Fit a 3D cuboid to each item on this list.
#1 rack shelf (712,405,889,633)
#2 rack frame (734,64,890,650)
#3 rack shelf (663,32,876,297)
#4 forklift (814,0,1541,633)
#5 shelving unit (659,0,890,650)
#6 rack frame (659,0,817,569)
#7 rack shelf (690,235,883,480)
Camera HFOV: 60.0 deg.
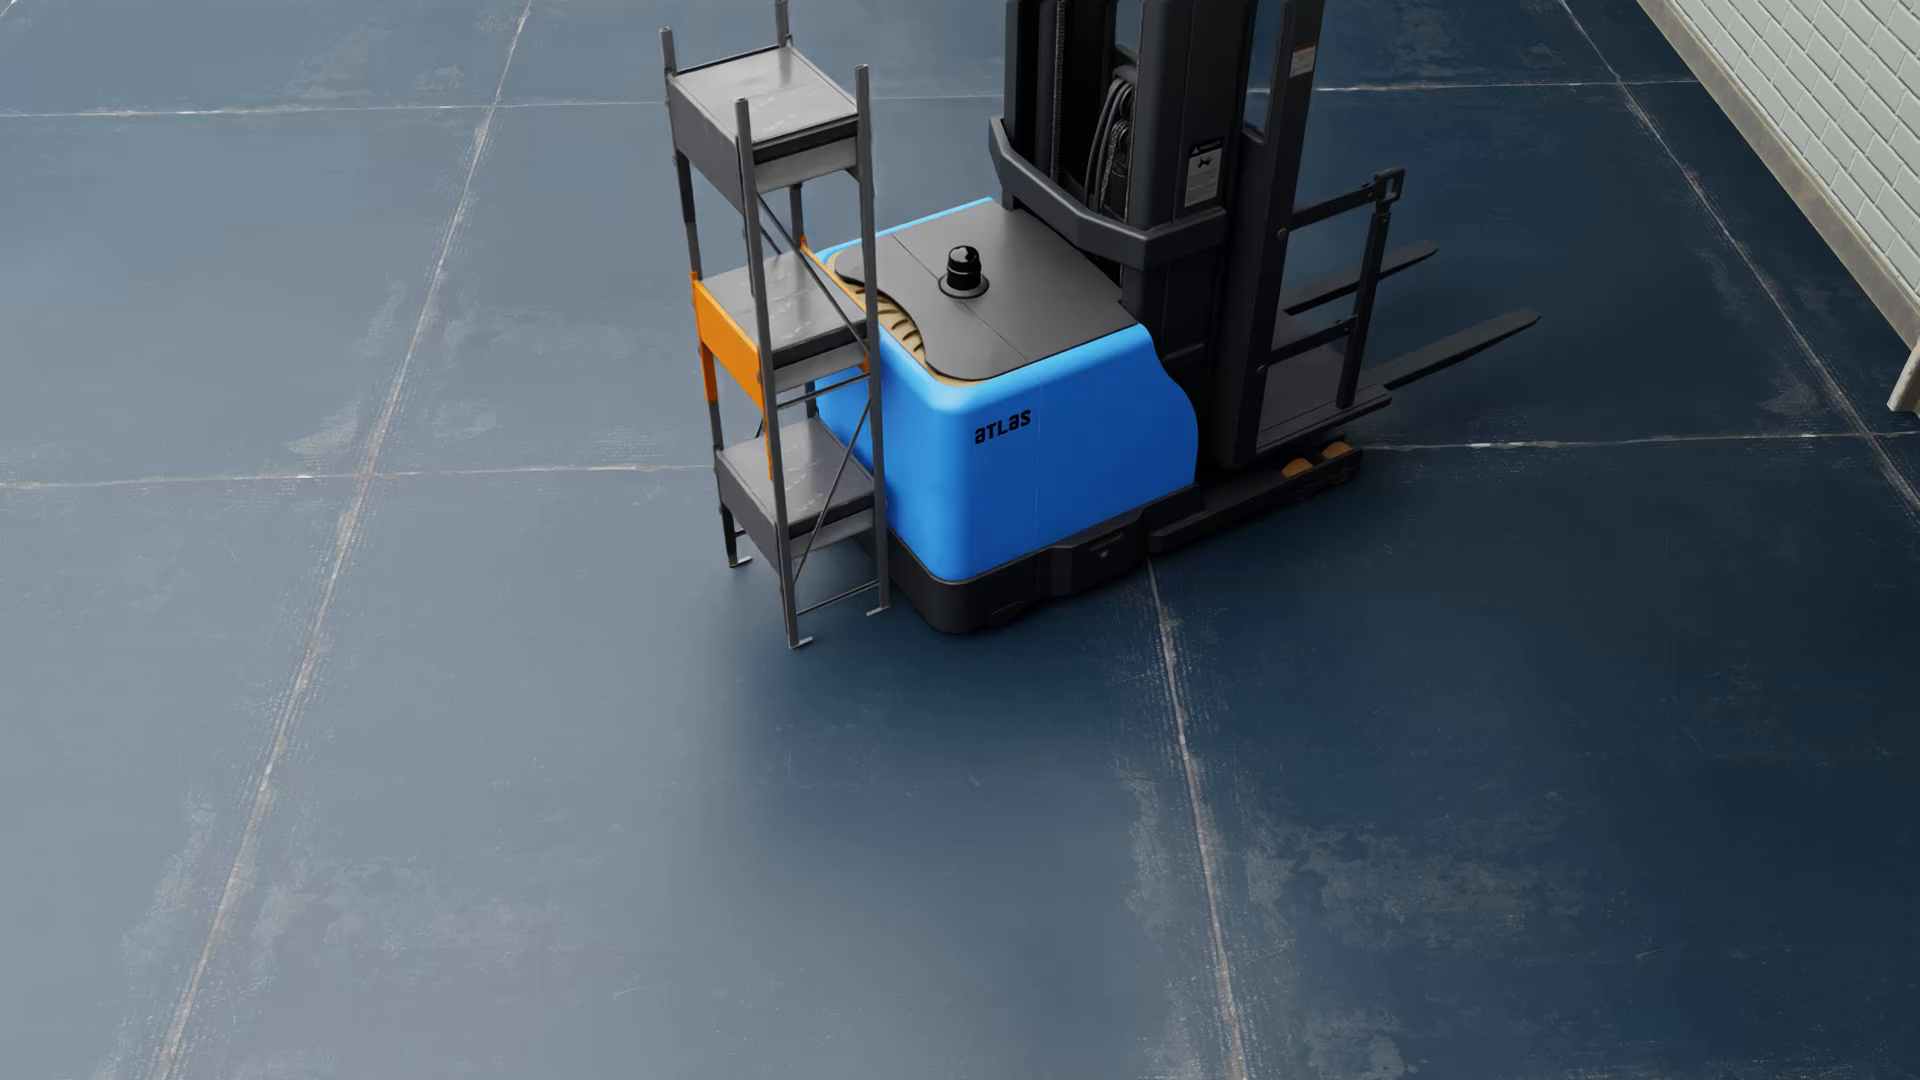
[{"bbox_3d":[-0.554,-0.076,5.835,0.431,0.518,0.480,-23,47,-23],"label":"rack shelf"},{"bbox_3d":[-0.426,-0.461,5.199,0.400,2.100,0.015,-23,47,-23],"label":"rack frame"},{"bbox_3d":[-0.554,-1.108,4.889,0.431,0.518,0.480,-23,47,-23],"label":"rack shelf"},{"bbox_3d":[0.964,-1.511,5.730,3.031,2.935,1.130,-23,47,-23],"label":"forklift"},{"bbox_3d":[-0.554,-0.602,5.353,0.431,2.100,0.503,-23,47,-23],"label":"shelving unit"},{"bbox_3d":[-0.682,-0.742,5.506,0.400,2.100,0.015,-23,47,-23],"label":"rack frame"},{"bbox_3d":[-0.554,-0.592,5.362,0.431,0.518,0.480,-23,47,-23],"label":"rack shelf"}]
